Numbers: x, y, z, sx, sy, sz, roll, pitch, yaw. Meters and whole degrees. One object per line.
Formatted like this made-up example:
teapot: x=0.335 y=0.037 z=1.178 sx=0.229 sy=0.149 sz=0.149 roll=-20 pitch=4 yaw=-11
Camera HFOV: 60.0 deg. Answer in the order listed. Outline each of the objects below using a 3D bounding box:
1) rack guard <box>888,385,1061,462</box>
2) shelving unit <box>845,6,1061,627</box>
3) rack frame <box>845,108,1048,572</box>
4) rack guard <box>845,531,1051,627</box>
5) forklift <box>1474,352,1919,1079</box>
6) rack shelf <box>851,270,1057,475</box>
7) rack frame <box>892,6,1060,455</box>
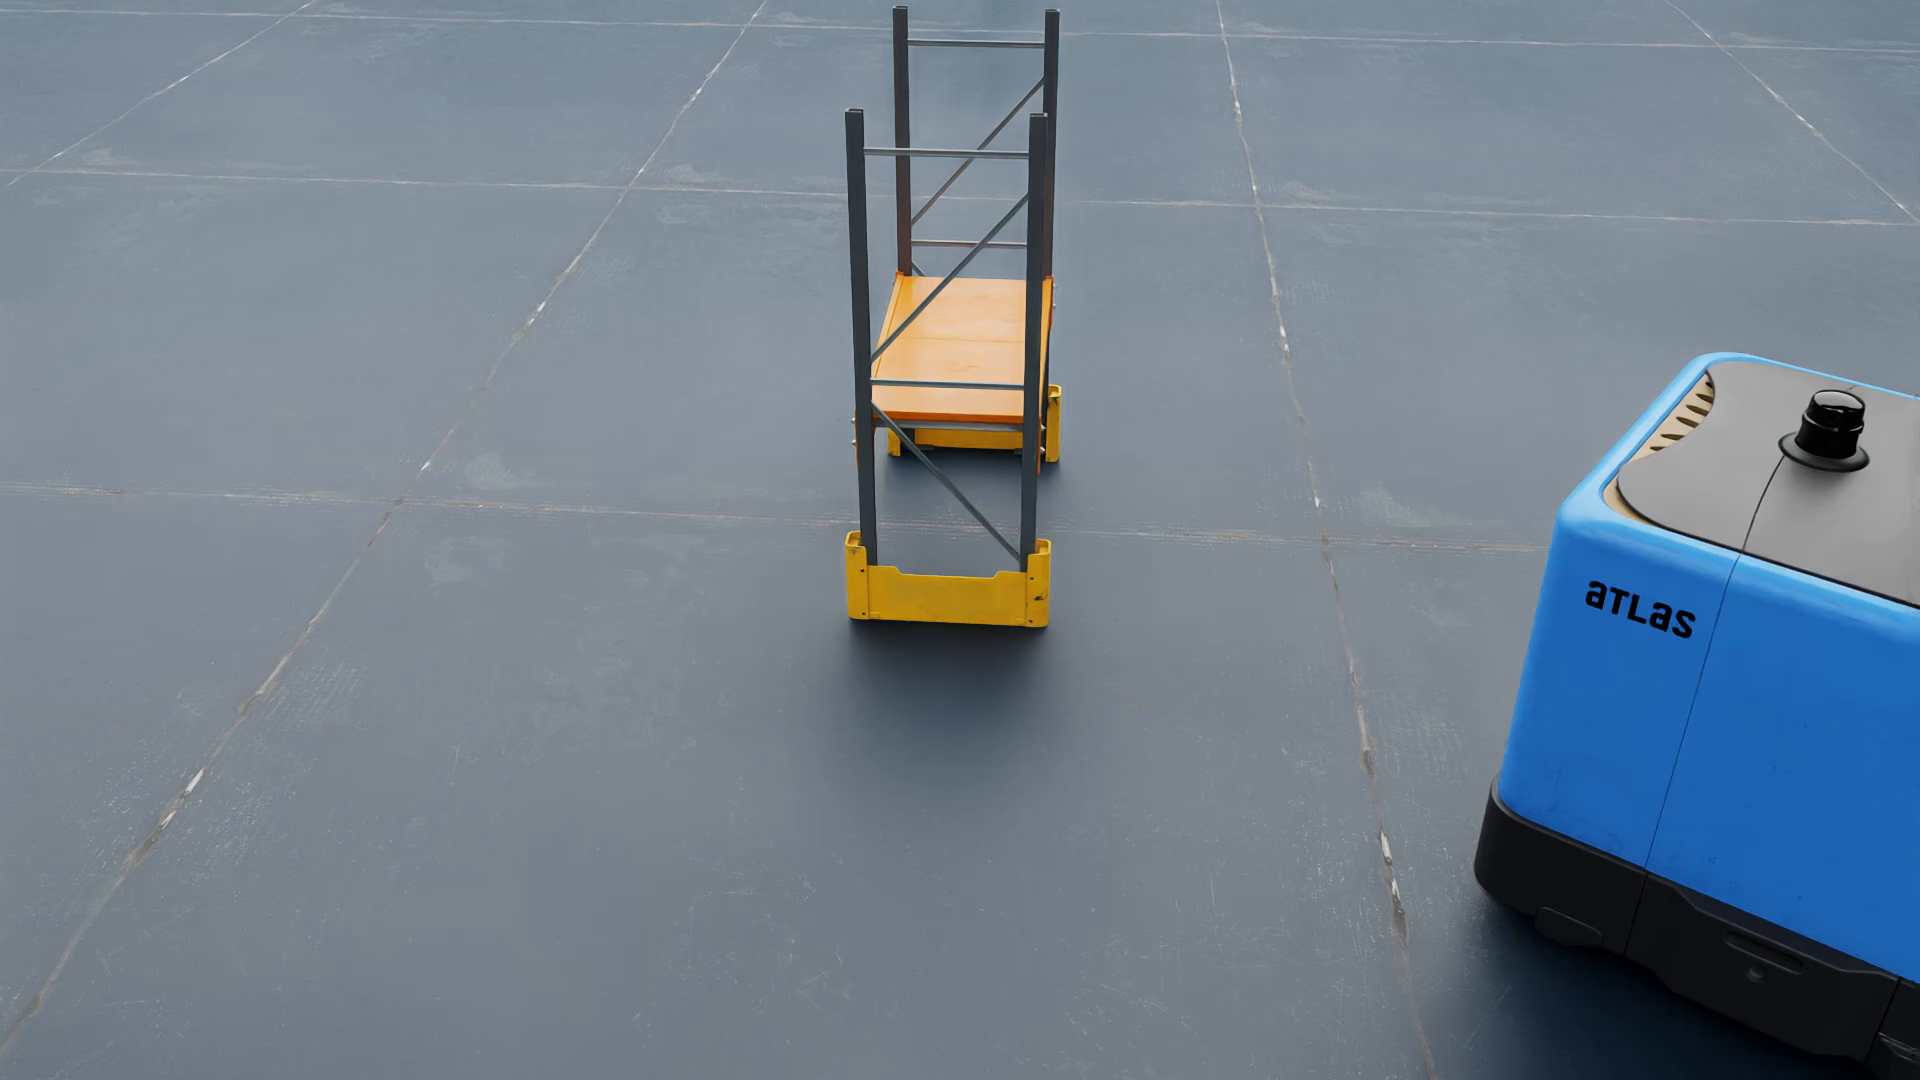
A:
rack guard: x=0.047 y=-0.407 z=5.672 sx=0.587 sy=0.250 sz=0.087 roll=2 pitch=32 yaw=4
shelving unit: x=0.006 y=-0.678 z=4.921 sx=0.587 sy=1.500 sz=1.083 roll=2 pitch=32 yaw=4
rack frame: x=-0.034 y=-0.417 z=4.498 sx=0.500 sy=1.500 sz=0.032 roll=2 pitch=32 yaw=4
rack guard: x=-0.034 y=0.114 z=4.827 sx=0.587 sy=0.250 sz=0.087 roll=2 pitch=32 yaw=4
forklift: x=2.670 y=-0.132 z=2.670 sx=3.031 sy=2.935 sz=1.130 roll=22 pitch=38 yaw=31
rack shelf: x=0.007 y=-0.530 z=5.023 sx=0.538 sy=0.185 sz=1.000 roll=2 pitch=32 yaw=4
rack frame: x=0.048 y=-0.949 z=5.360 sx=0.500 sy=1.500 sz=0.032 roll=2 pitch=32 yaw=4
